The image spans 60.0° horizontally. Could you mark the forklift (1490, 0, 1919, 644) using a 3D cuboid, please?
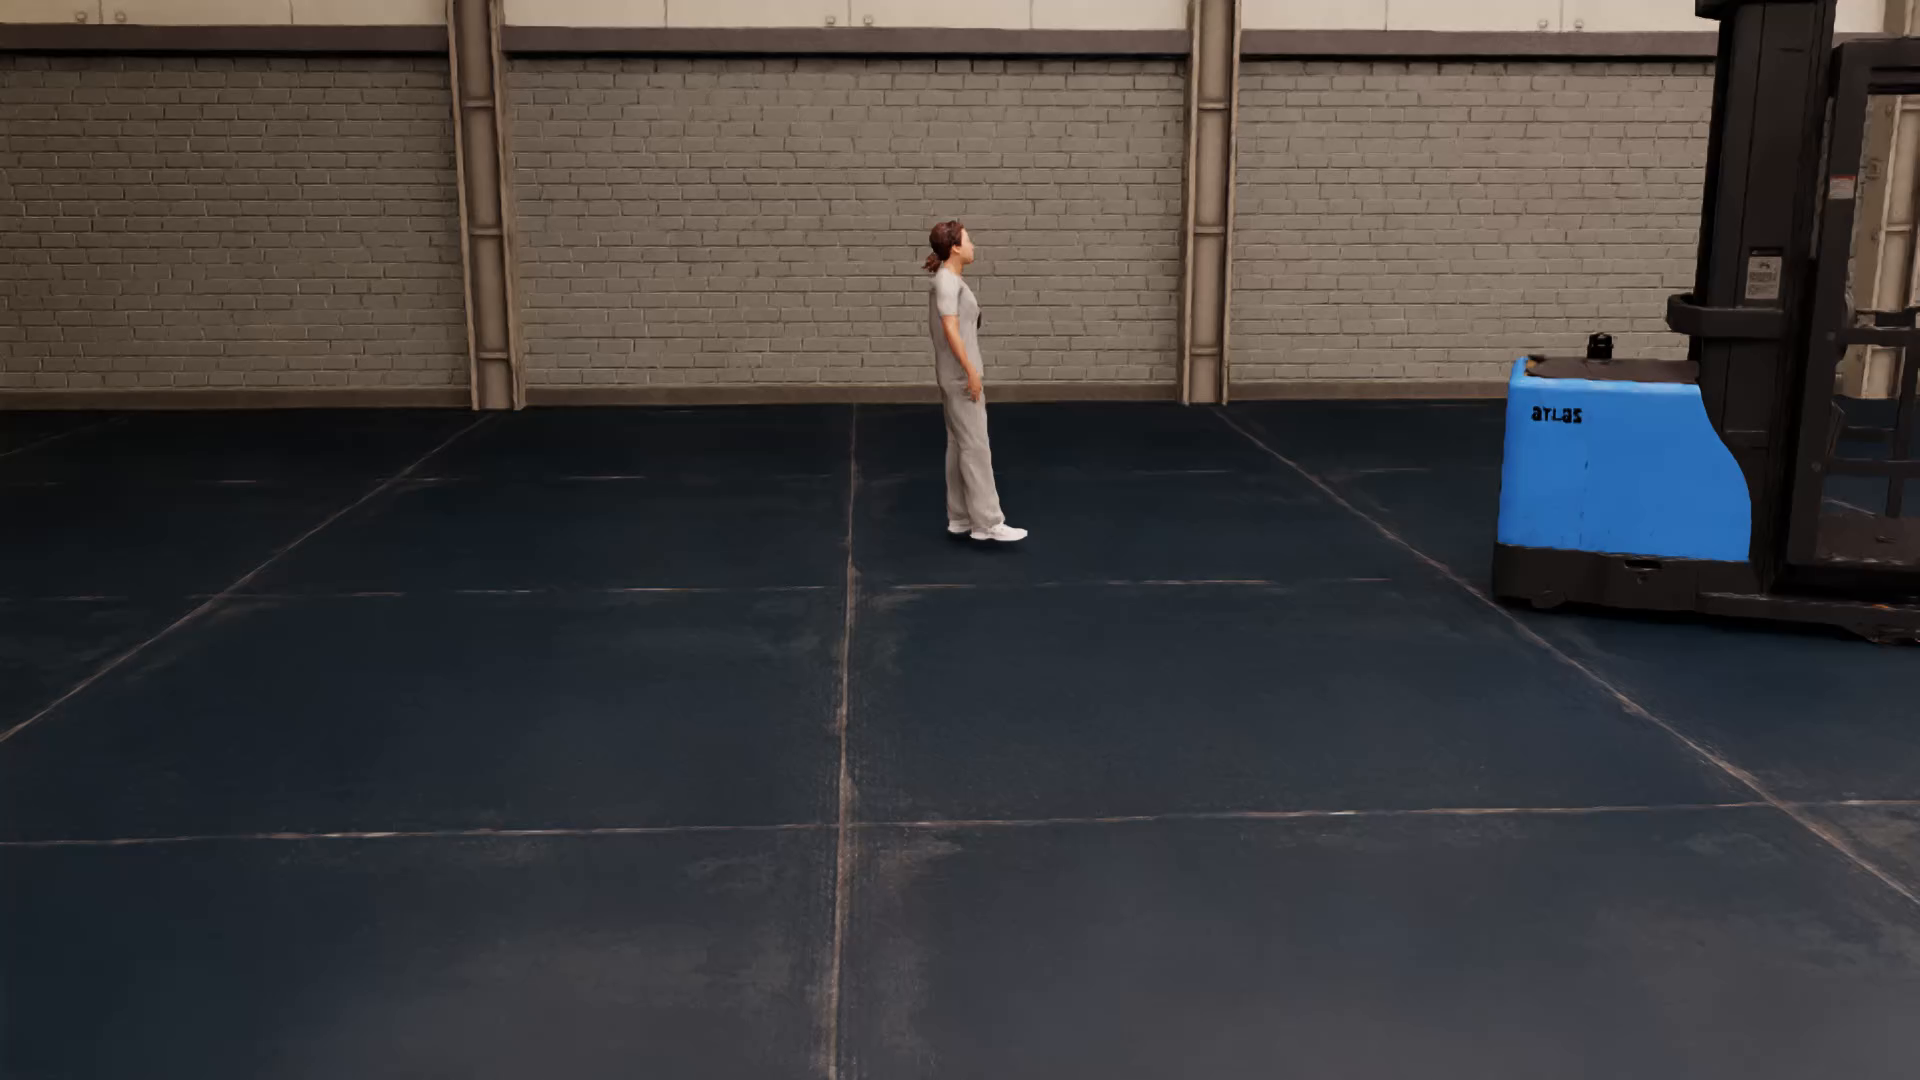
[{"bbox_3d":[4.040,-1.104,7.333,3.031,2.935,1.130,4,13,19],"label":"forklift"}]

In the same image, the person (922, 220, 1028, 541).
[{"bbox_3d":[0.074,-0.856,8.901,0.549,1.662,0.550,-1,13,-3],"label":"person"}]
